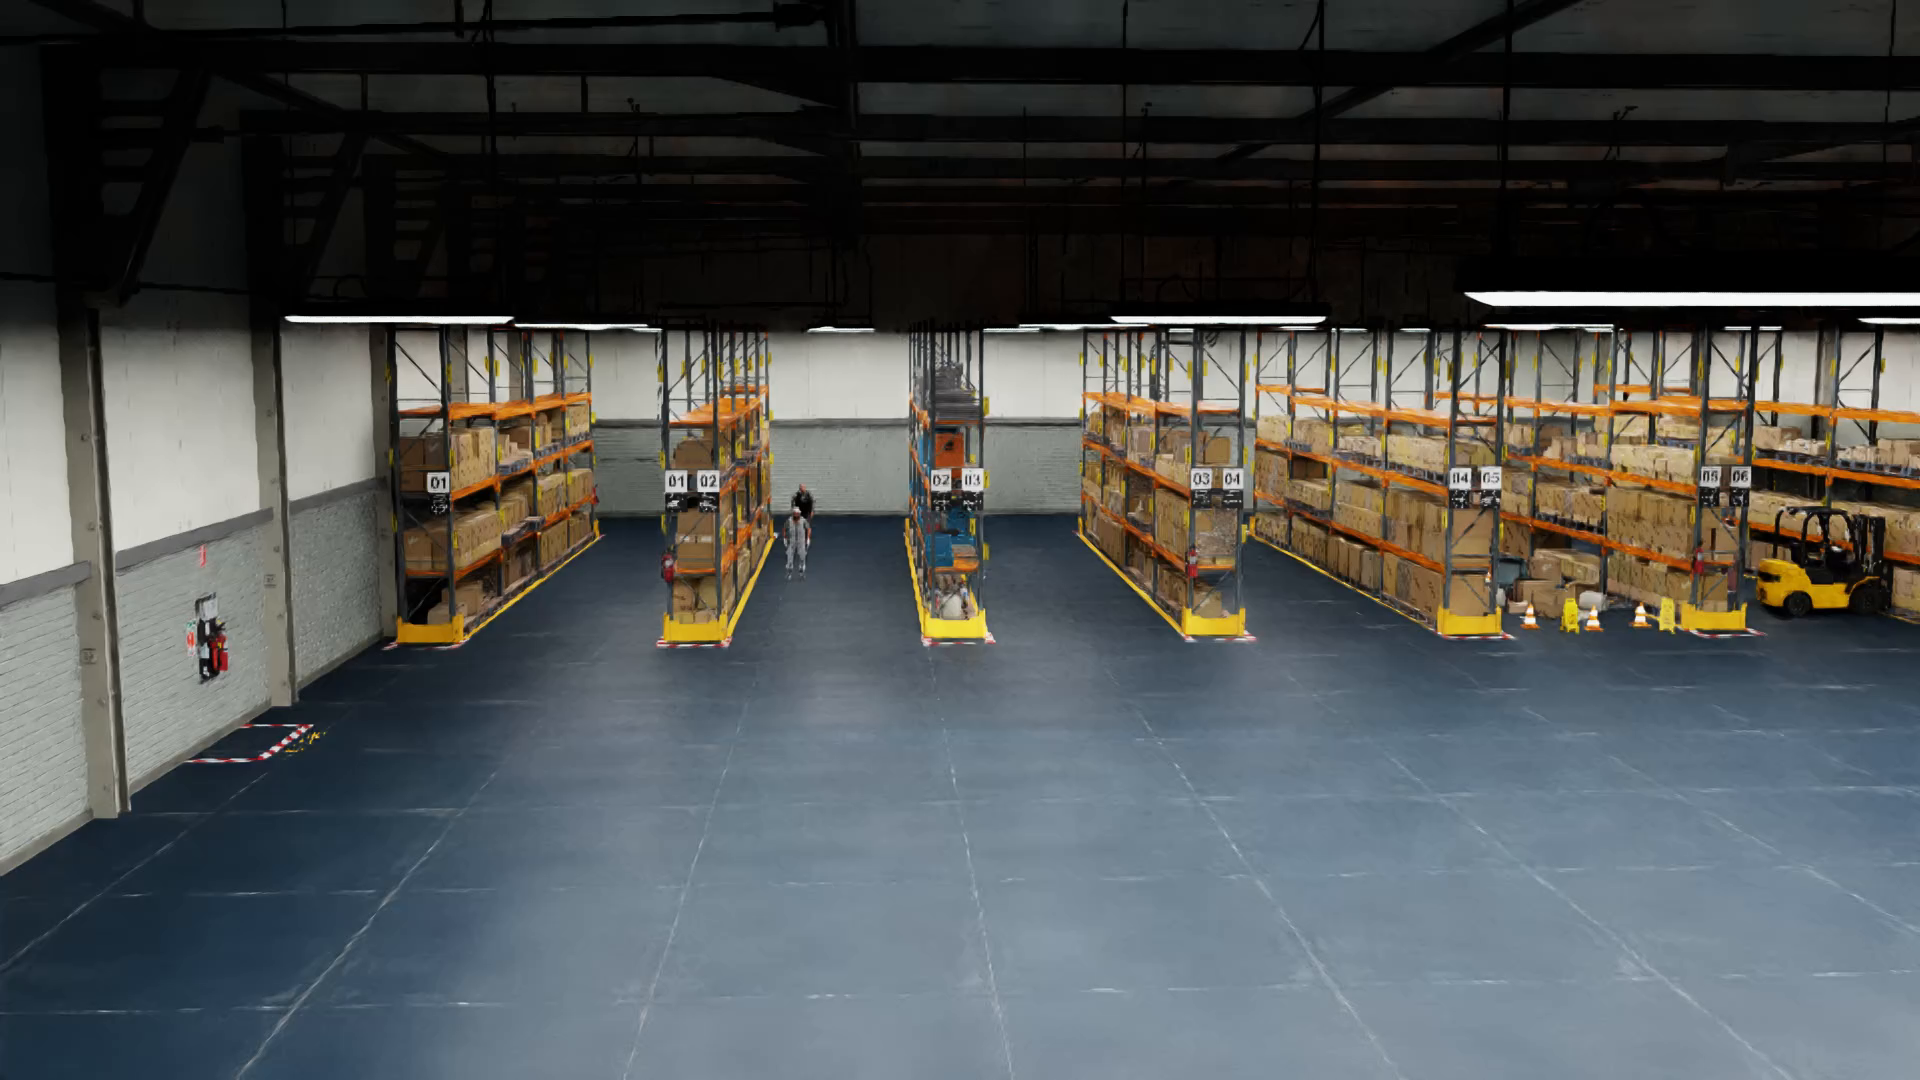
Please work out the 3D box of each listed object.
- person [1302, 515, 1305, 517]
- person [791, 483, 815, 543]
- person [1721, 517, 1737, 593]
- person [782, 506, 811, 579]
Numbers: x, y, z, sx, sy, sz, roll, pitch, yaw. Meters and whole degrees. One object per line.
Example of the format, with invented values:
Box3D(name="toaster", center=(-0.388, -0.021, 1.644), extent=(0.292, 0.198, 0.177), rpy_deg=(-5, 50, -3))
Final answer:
Box3D(name="person", center=(10.756, -1.599, 52.022), extent=(0.490, 1.773, 0.639), rpy_deg=(-6, 9, -40))
Box3D(name="person", center=(-4.314, -0.742, 45.704), extent=(0.677, 1.674, 0.534), rpy_deg=(-1, 7, -5))
Box3D(name="person", center=(17.022, 0.325, 36.937), extent=(0.544, 1.671, 0.524), rpy_deg=(3, 8, 26))
Box3D(name="person", center=(-3.841, 0.057, 38.977), extent=(0.661, 1.742, 0.552), rpy_deg=(-1, 7, -5))
